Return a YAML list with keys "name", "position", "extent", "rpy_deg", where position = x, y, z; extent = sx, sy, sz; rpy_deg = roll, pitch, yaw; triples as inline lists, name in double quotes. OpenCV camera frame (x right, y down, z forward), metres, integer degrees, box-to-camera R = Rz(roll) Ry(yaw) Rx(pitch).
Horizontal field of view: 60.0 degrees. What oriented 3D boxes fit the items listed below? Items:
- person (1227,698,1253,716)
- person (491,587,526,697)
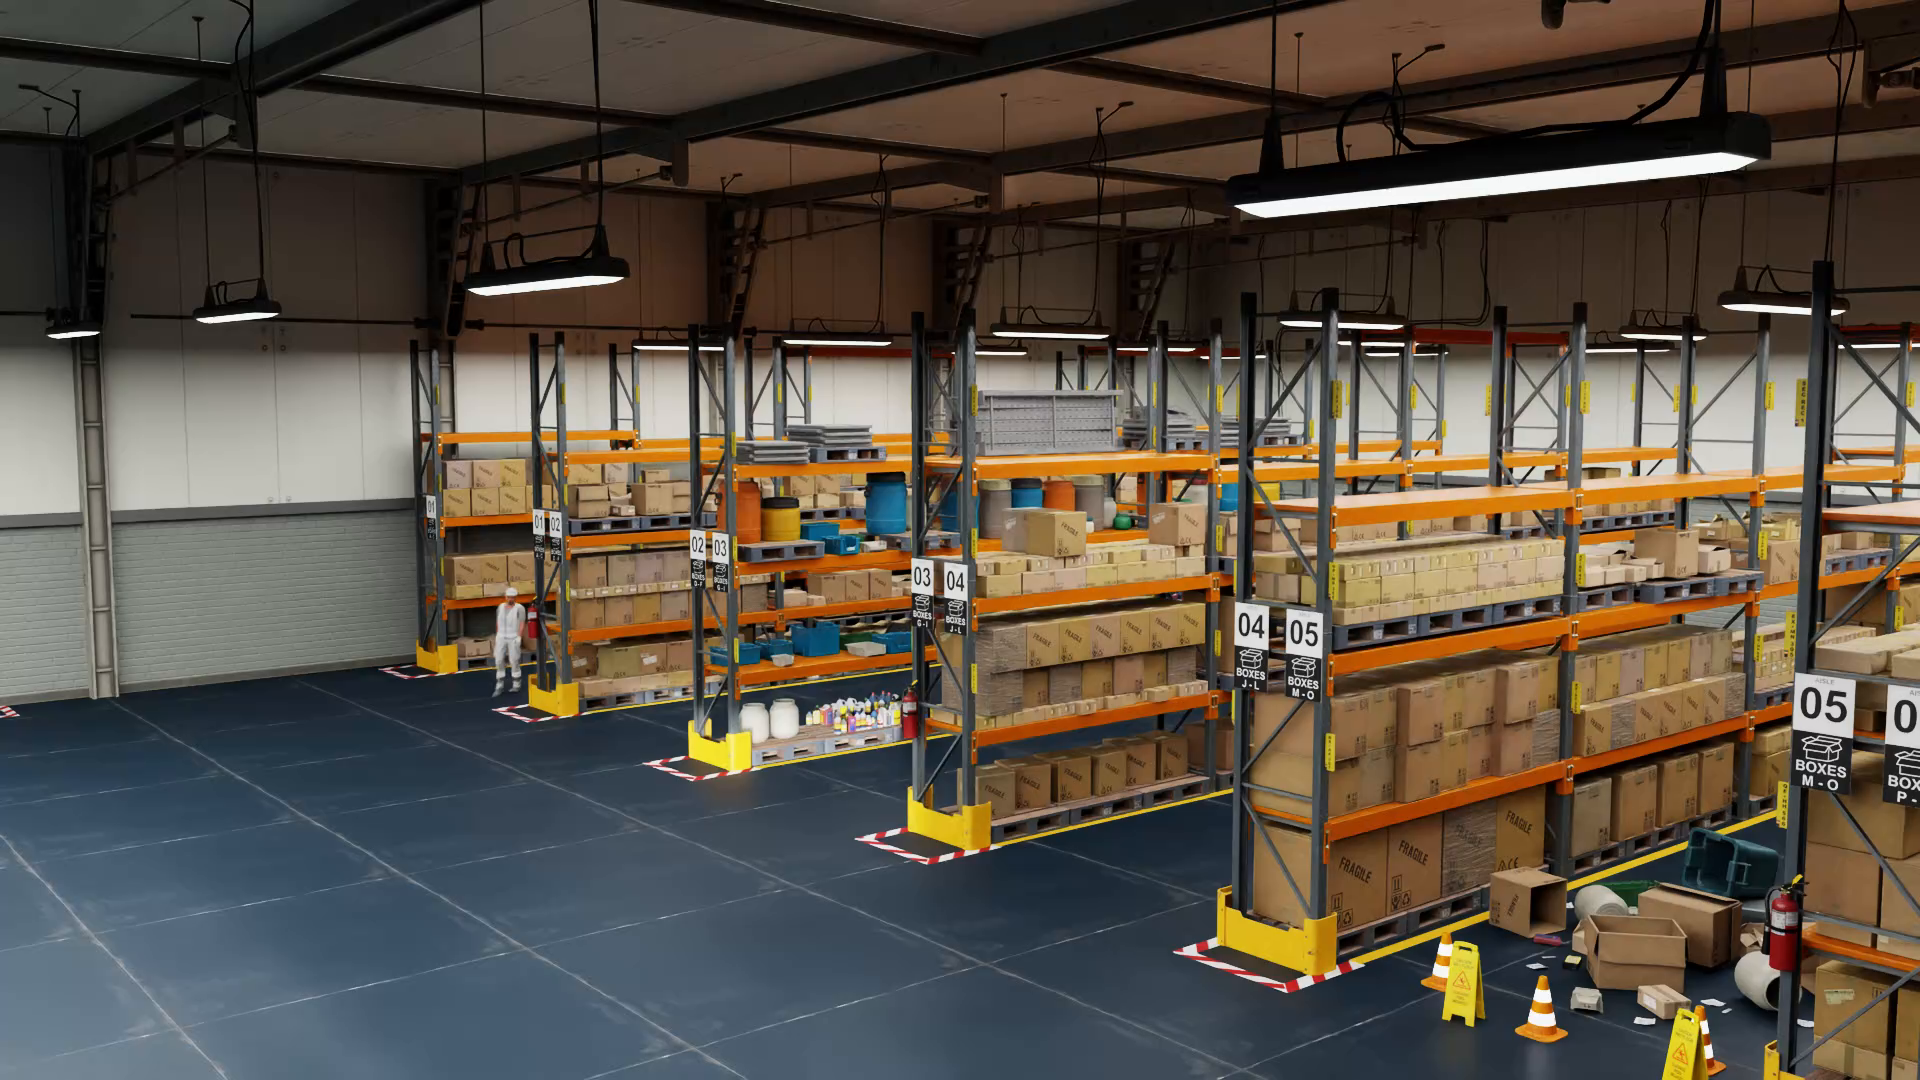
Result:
- name: "person"
  position: [4.372, 1.919, 25.455]
  extent: [0.602, 1.790, 0.467]
  rpy_deg: [2, 6, 20]
- name: "person"
  position: [-7.589, 1.717, 27.887]
  extent: [0.565, 1.834, 0.586]
  rpy_deg: [1, 5, 7]
